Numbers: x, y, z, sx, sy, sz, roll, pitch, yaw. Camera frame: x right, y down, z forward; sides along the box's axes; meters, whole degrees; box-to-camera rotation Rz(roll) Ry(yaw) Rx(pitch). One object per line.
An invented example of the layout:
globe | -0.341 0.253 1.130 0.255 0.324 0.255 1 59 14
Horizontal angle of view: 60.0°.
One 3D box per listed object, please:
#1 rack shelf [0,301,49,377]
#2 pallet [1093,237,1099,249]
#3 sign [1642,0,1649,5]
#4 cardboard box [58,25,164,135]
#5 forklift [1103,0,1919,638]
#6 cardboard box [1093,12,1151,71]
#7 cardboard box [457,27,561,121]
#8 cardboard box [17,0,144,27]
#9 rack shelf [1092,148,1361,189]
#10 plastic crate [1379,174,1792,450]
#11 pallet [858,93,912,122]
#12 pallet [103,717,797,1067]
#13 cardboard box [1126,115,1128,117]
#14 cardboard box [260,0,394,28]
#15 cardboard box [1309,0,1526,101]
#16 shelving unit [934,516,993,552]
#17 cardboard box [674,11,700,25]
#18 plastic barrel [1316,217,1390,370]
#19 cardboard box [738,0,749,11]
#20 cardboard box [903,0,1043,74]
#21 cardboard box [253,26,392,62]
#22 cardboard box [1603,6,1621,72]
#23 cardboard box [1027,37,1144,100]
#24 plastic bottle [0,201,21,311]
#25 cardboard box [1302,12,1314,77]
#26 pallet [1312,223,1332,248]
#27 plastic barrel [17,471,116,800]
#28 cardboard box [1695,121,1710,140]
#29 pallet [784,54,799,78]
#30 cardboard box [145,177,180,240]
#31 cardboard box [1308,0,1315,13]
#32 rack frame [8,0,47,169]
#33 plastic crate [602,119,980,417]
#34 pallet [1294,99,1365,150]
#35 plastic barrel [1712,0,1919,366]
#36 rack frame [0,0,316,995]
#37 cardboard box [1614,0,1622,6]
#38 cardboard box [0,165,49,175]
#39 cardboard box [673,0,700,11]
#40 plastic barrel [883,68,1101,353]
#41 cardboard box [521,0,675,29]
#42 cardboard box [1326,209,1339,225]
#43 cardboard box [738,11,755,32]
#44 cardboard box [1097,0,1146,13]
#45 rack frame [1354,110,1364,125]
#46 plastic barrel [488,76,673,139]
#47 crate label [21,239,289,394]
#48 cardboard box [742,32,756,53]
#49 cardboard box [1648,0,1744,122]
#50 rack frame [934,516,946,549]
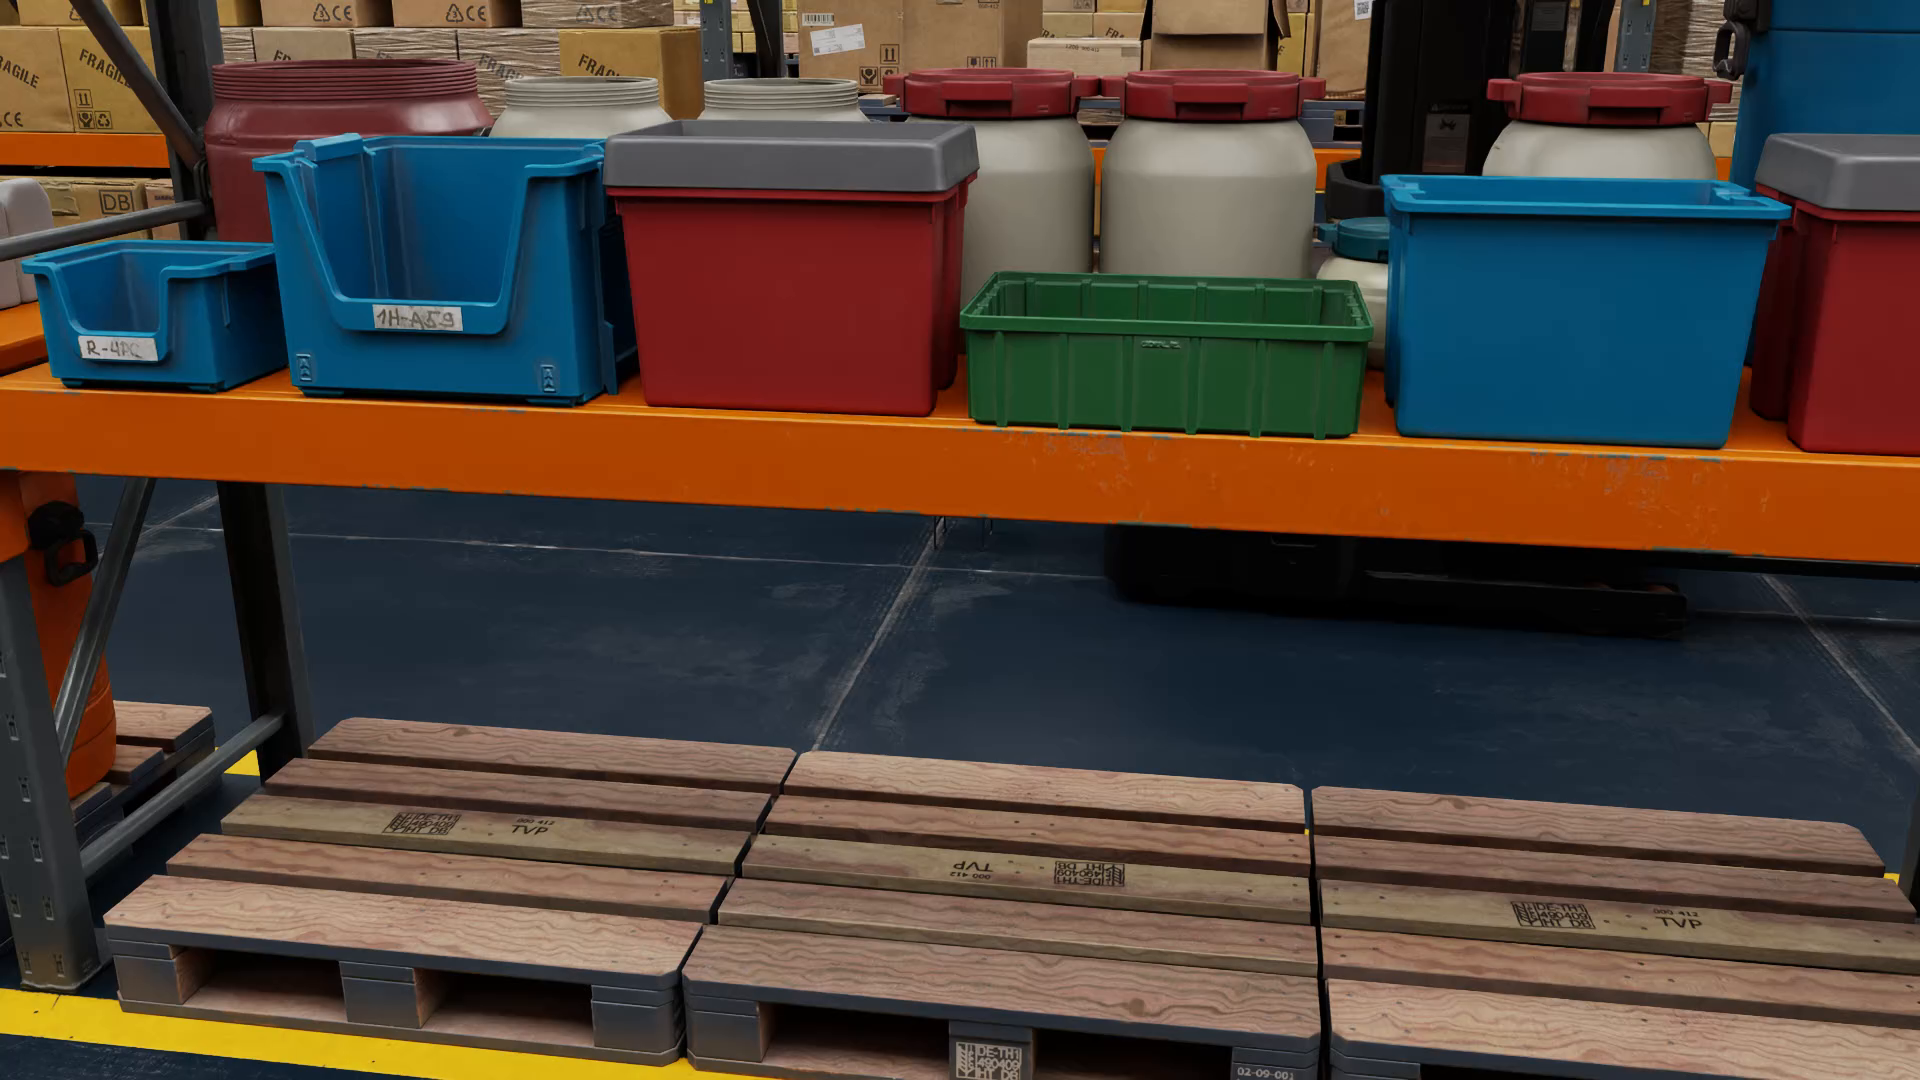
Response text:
rack shelf | -3.801 -0.393 3.883 4.000 0.370 1.077 3 19 9
pallet | 0.613 -2.348 12.988 1.213 0.211 1.003 3 19 9
sign | 2.825 -2.359 6.800 0.005 0.325 0.100 3 19 9
cardboard box | -4.079 -2.307 8.314 0.500 0.500 0.500 3 19 9
forklift | 2.060 -1.257 5.441 3.031 2.935 1.130 3 19 10
cardboard box | 1.247 -3.624 12.249 0.500 0.500 0.500 3 19 9
cardboard box | -2.058 -2.207 8.013 0.500 0.500 0.500 3 19 8
cardboard box | -4.358 -2.880 8.444 0.637 0.503 0.797 2 19 7
rack shelf | 0.934 -1.743 7.919 4.000 0.370 1.077 3 19 9
plastic crate | 0.985 -0.382 2.744 0.575 0.384 0.392 3 19 9
pallet | -0.320 -2.092 8.129 1.003 0.211 1.213 3 19 9
pallet | -1.067 0.740 3.758 1.213 0.211 1.003 3 19 9
cardboard box | 2.575 -5.852 22.146 0.625 0.625 0.875 4 19 10
cardboard box | -3.066 -2.815 8.251 0.637 0.503 0.797 4 19 10
cardboard box | 2.147 -2.551 7.593 1.000 1.000 1.000 3 19 9
shelving unit | 0.014 -0.568 6.111 0.189 1.200 0.258 3 19 9
cardboard box | -1.988 -3.901 12.501 0.250 0.149 0.380 3 19 10
plastic barrel | 0.841 -0.481 3.231 0.301 0.262 0.301 0 18 0
cardboard box | -1.481 -4.016 12.374 0.250 0.149 0.380 3 19 10
cardboard box | 0.066 -2.420 7.989 0.500 0.500 0.700 6 19 17
cardboard box | -3.074 -2.258 8.165 0.500 0.500 0.500 3 19 10
cardboard box | 4.708 -3.568 12.004 0.550 0.550 0.875 3 19 9
cardboard box | 0.578 -2.157 7.596 0.500 0.250 0.500 2 19 7
plastic bottle | -2.226 -0.650 3.713 0.135 0.276 0.152 3 19 9
cardboard box | 2.739 -3.548 12.022 0.500 0.500 0.500 3 19 8
pallet | 3.022 -2.225 12.621 1.213 0.211 1.003 3 19 9
plastic barrel | -2.312 0.177 3.804 0.708 0.830 0.600 3 19 9
cardboard box | 3.074 -1.759 7.230 0.250 0.149 0.380 3 19 9
pallet | -0.874 -3.645 12.773 1.003 0.211 1.213 3 19 9
cardboard box | -3.472 -1.507 8.767 0.875 0.875 1.225 2 19 7
cardboard box | 2.796 -4.102 12.103 0.500 0.500 0.700 3 19 8
rack frame | -4.990 -2.386 8.708 0.127 3.000 1.000 3 19 9
plastic crate | -0.279 -0.486 2.929 0.583 0.464 0.402 3 19 9
pallet | 2.177 -1.977 7.786 1.213 0.211 1.003 3 19 9
plastic barrel | 1.790 -0.784 3.129 0.708 0.901 0.600 3 19 9
rack frame | -1.826 -0.633 3.468 0.127 3.000 1.000 3 19 9
cardboard box | 4.716 -4.095 11.877 0.550 0.550 0.875 3 19 9
cardboard box | -5.629 -1.636 9.152 0.875 0.875 0.875 3 19 9
cardboard box | -1.987 -4.043 12.455 0.250 0.149 0.380 4 19 11
plastic barrel | 0.062 -0.672 3.370 0.433 0.535 0.433 0 18 0
cardboard box | -1.760 -2.750 8.056 0.637 0.503 0.797 4 19 11
cardboard box | 3.168 -2.668 12.433 0.750 0.750 1.050 3 19 8
cardboard box | -1.485 -3.875 12.423 0.250 0.149 0.380 3 19 9
cardboard box | 1.294 -4.179 12.334 0.500 0.500 0.700 3 19 8
rack frame | 5.265 -6.644 21.431 0.127 3.000 1.000 3 19 9
plastic barrel | -0.776 -0.701 3.496 0.421 0.512 0.421 0 18 0
crate label | -1.469 -0.415 3.081 0.416 0.233 0.303 3 19 9
cardboard box | -1.458 -3.734 12.470 0.250 0.149 0.380 3 19 8
cardboard box | 3.343 -2.130 7.316 0.500 0.500 0.875 3 19 9
rack frame | -0.076 -0.573 6.124 0.006 1.200 0.240 3 19 9
